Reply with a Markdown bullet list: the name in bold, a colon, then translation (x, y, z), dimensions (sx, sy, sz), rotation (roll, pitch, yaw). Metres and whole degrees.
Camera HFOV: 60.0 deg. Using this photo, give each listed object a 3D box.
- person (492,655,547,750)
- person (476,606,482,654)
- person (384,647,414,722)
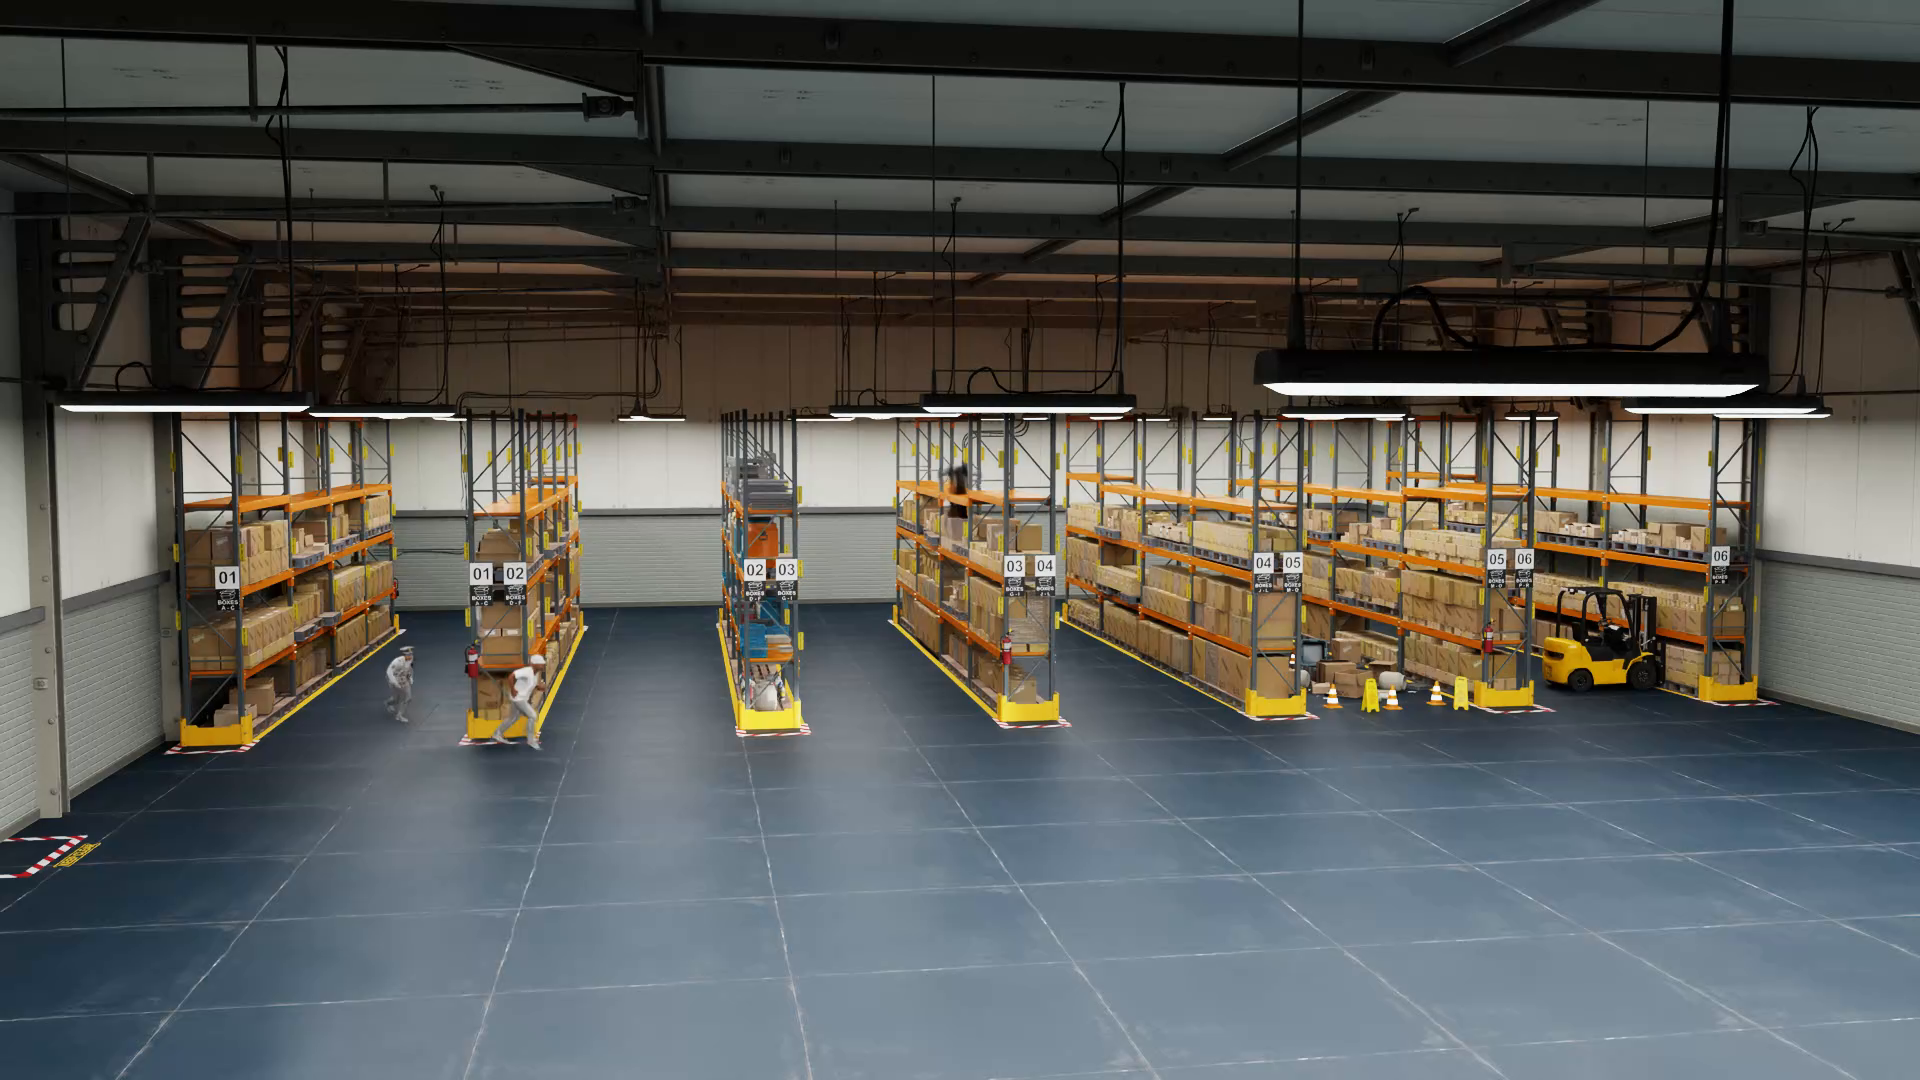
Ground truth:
- **person**: translation (-7.766, 2.873, 29.278), dimensions (1.017, 1.720, 0.753), rotation (1, 4, 8)
- **person**: translation (-11.993, 2.005, 41.763), dimensions (0.632, 1.651, 0.584), rotation (-2, 4, -22)
- **person**: translation (-10.872, 2.772, 32.123), dimensions (1.022, 1.466, 0.616), rotation (3, 5, 40)
